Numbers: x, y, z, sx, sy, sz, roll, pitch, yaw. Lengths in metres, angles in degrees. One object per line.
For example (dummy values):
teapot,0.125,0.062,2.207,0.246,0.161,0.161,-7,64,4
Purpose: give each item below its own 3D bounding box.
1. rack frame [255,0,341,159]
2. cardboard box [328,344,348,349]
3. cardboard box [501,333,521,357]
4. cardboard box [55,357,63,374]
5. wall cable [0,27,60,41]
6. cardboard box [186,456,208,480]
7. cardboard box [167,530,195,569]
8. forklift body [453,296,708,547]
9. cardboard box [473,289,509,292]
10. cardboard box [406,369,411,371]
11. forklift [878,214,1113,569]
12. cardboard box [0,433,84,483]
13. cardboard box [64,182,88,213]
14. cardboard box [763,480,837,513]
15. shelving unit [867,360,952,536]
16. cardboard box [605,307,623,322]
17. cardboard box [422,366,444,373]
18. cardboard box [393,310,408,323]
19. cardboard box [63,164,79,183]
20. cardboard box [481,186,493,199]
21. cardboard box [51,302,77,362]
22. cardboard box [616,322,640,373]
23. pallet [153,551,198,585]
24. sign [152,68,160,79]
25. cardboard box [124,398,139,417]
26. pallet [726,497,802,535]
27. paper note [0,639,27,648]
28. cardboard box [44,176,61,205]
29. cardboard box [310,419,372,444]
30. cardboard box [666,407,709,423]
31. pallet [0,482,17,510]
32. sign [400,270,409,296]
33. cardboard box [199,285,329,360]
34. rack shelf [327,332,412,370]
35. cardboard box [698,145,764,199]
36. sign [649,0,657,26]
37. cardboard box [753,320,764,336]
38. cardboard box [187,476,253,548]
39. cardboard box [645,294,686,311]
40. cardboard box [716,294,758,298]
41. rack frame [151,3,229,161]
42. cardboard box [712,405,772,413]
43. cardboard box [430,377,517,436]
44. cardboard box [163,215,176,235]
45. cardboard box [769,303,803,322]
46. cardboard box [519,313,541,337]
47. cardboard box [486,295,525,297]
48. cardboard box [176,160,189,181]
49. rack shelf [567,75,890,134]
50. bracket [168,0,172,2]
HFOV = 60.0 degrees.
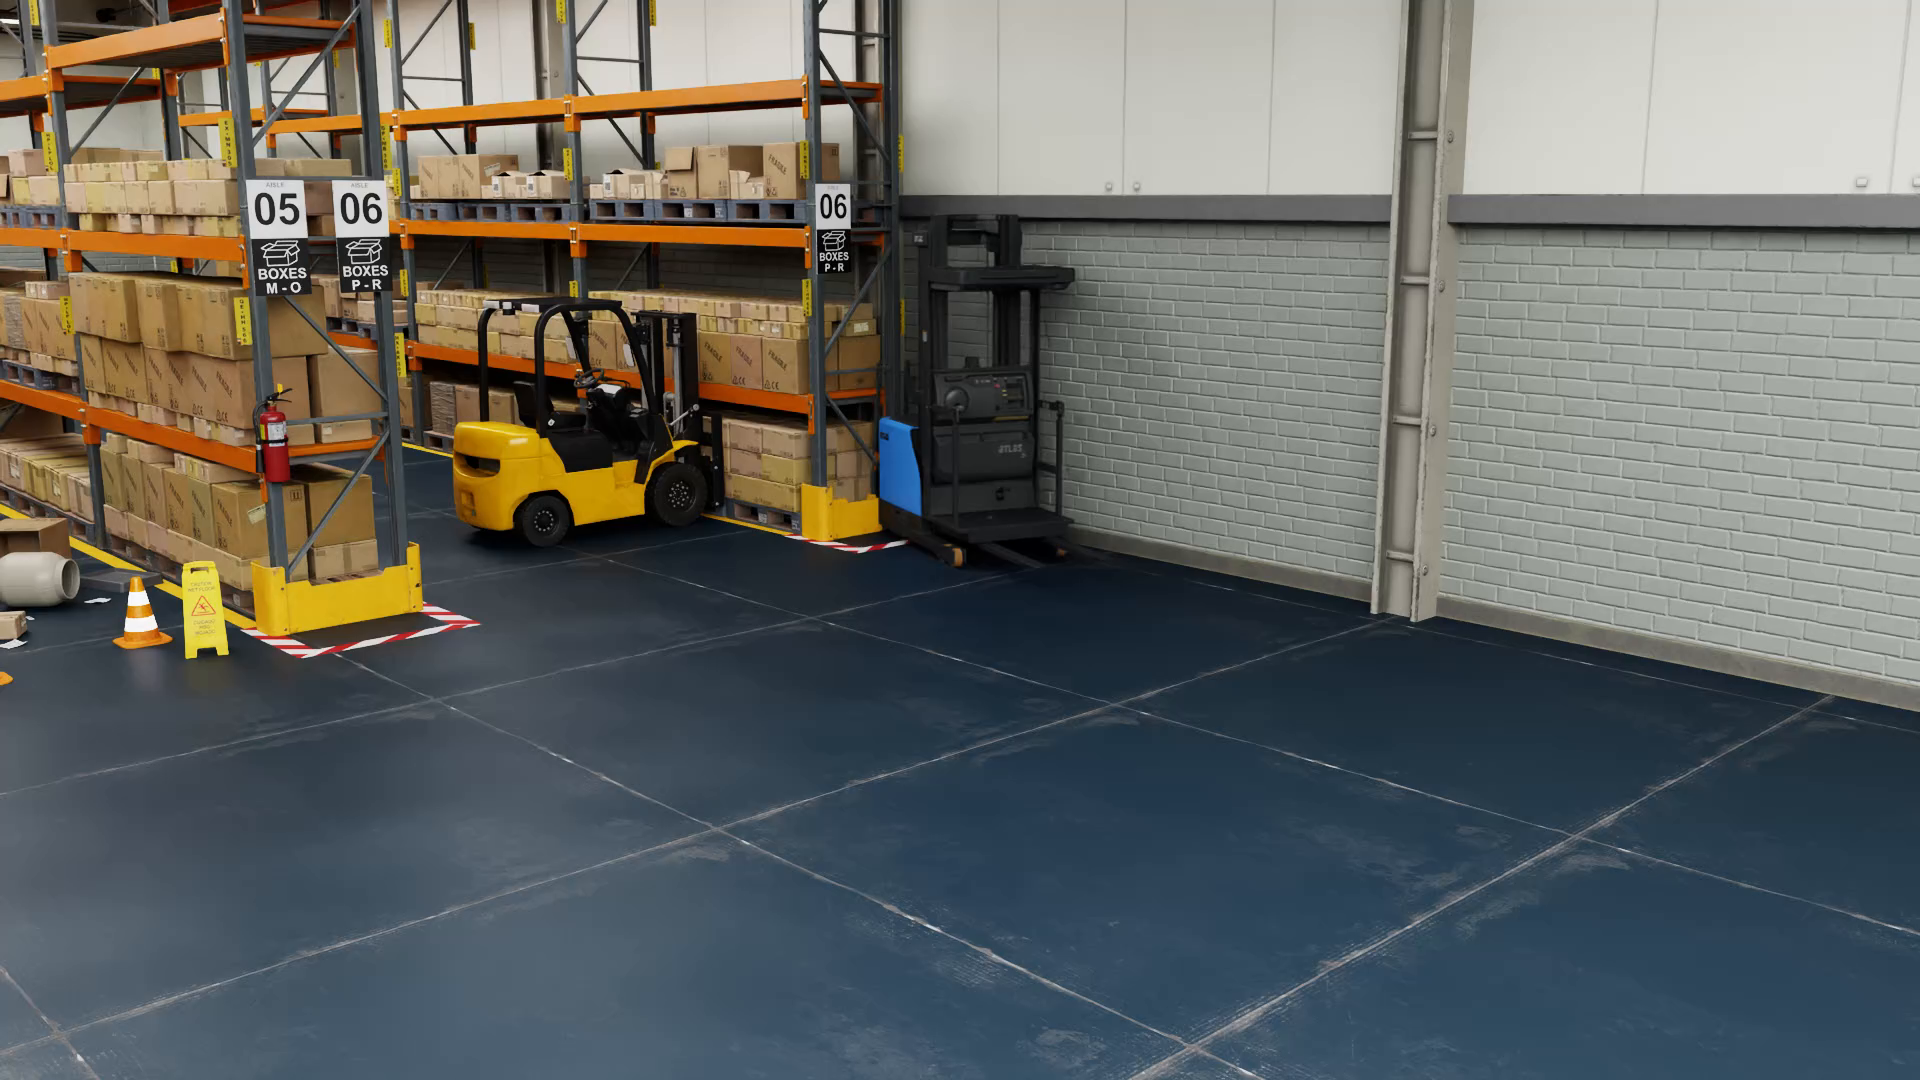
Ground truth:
rack frame,-9.252,-6.251,23.288,1.000,3.000,0.127,-11,16,-43
cardboard box,-5.038,-1.246,12.881,0.500,0.500,0.500,-10,15,-41
cardboard box,-4.936,-2.258,19.146,0.500,0.250,0.500,-11,16,-42
cardboard box,-8.039,-1.613,15.226,0.250,0.149,0.380,11,16,43
wall cable,-17.147,-7.438,28.961,2.988,3.039,0.133,-11,16,-43
cardboard box,-5.767,-0.575,12.913,0.380,0.149,0.250,-11,16,-42
cardboard box,-6.022,0.040,13.398,0.500,0.250,0.500,11,16,43
forklift body,-3.594,-1.168,15.588,2.313,2.155,1.214,-11,16,-43
cardboard box,-5.857,-3.053,20.781,0.380,0.149,0.250,-10,16,-41
cardboard box,-7.374,-2.144,21.772,0.250,0.149,0.380,11,16,43
forklift,0.298,-1.303,14.312,1.130,2.935,3.031,-5,13,-24
cardboard box,-9.694,-0.871,17.516,0.625,0.372,0.950,10,16,41
cardboard box,-7.208,-2.891,14.052,0.500,0.250,0.500,-11,16,-44
cardboard box,-1.518,-0.444,15.747,0.500,0.250,0.500,-11,16,-42
shelving unit,-0.265,-0.889,15.754,1.083,1.500,0.587,11,14,34
cardboard box,-3.517,-2.391,17.565,0.380,0.149,0.250,-10,16,-41
cardboard box,-7.018,-2.215,22.113,0.380,0.149,0.250,-11,16,-42
cardboard box,-7.220,-2.854,21.249,0.380,0.149,0.250,-11,16,-42
cardboard box,-7.333,-3.098,14.065,0.380,0.149,0.250,-11,16,-44
cardboard box,-5.239,-3.976,19.016,0.380,0.149,0.250,-11,16,-43
cardboard box,-7.799,-1.888,14.956,0.500,0.500,0.500,-11,16,-44
cardboard box,-3.238,-2.019,17.368,0.500,0.500,0.500,-11,16,-42
pallet,-5.978,0.184,13.832,1.003,0.211,1.213,-11,16,-43
sign,-12.406,-7.255,25.652,0.100,0.325,0.005,-11,16,-43
cardboard box,-6.766,-1.134,13.942,0.380,0.149,0.250,-10,15,-41
pallet,-1.523,-0.301,16.188,1.003,0.211,1.213,-11,16,-43
paper note,-6.644,0.725,11.656,0.142,0.019,0.148,6,13,26
cardboard box,-7.822,-3.119,14.852,0.500,0.250,0.500,-11,16,-44
cardboard box,-4.637,-0.824,12.439,0.380,0.149,0.250,-11,16,-42
cardboard box,-2.922,-1.232,17.092,0.500,0.250,0.500,-10,15,-41
pallet,-9.538,-0.556,17.427,1.003,0.211,1.213,-11,16,-43
sign,-6.875,-3.180,20.577,0.100,0.325,0.005,-11,16,-43
cardboard box,-5.063,-1.597,12.106,0.500,0.500,0.700,11,16,44
rack shelf,-7.870,-2.668,22.549,1.077,0.370,4.000,-11,16,-43
cardboard box,-2.081,-3.528,15.970,0.700,0.500,0.500,-11,16,-42
sign,-3.309,-5.692,17.869,0.100,0.325,0.005,-11,16,-43
cardboard box,-1.739,-2.019,15.760,0.380,0.149,0.250,-11,16,-42
cardboard box,-5.657,-0.251,12.951,0.500,0.500,0.500,-10,15,-40
cardboard box,-2.991,-2.422,16.978,0.380,0.149,0.250,-11,16,-43
cardboard box,-2.275,-2.420,16.970,0.380,0.149,0.250,-10,15,-41
rack frame,-12.014,-6.834,26.122,1.000,3.000,0.127,-11,16,-43
cardboard box,-2.194,-1.229,17.076,0.500,0.250,0.500,-11,16,-44
cardboard box,-6.068,-1.678,20.806,0.875,0.625,0.625,-10,15,-41
cardboard box,-5.865,-2.419,12.745,0.250,0.149,0.380,11,16,44
cardboard box,-1.557,-2.128,15.552,0.380,0.149,0.250,-11,16,-42
cardboard box,-4.611,-2.426,18.726,0.500,0.250,0.500,11,16,44
cardboard box,-5.334,-2.796,19.533,0.380,0.149,0.250,-11,16,-43
cardboard box,-5.641,-2.772,12.485,0.380,0.149,0.250,-11,16,-43
rack shelf,-2.346,-4.243,16.317,1.077,0.370,4.000,-11,16,-43
bracket,-13.194,-9.006,27.744,0.235,0.232,0.430,-11,16,-43
